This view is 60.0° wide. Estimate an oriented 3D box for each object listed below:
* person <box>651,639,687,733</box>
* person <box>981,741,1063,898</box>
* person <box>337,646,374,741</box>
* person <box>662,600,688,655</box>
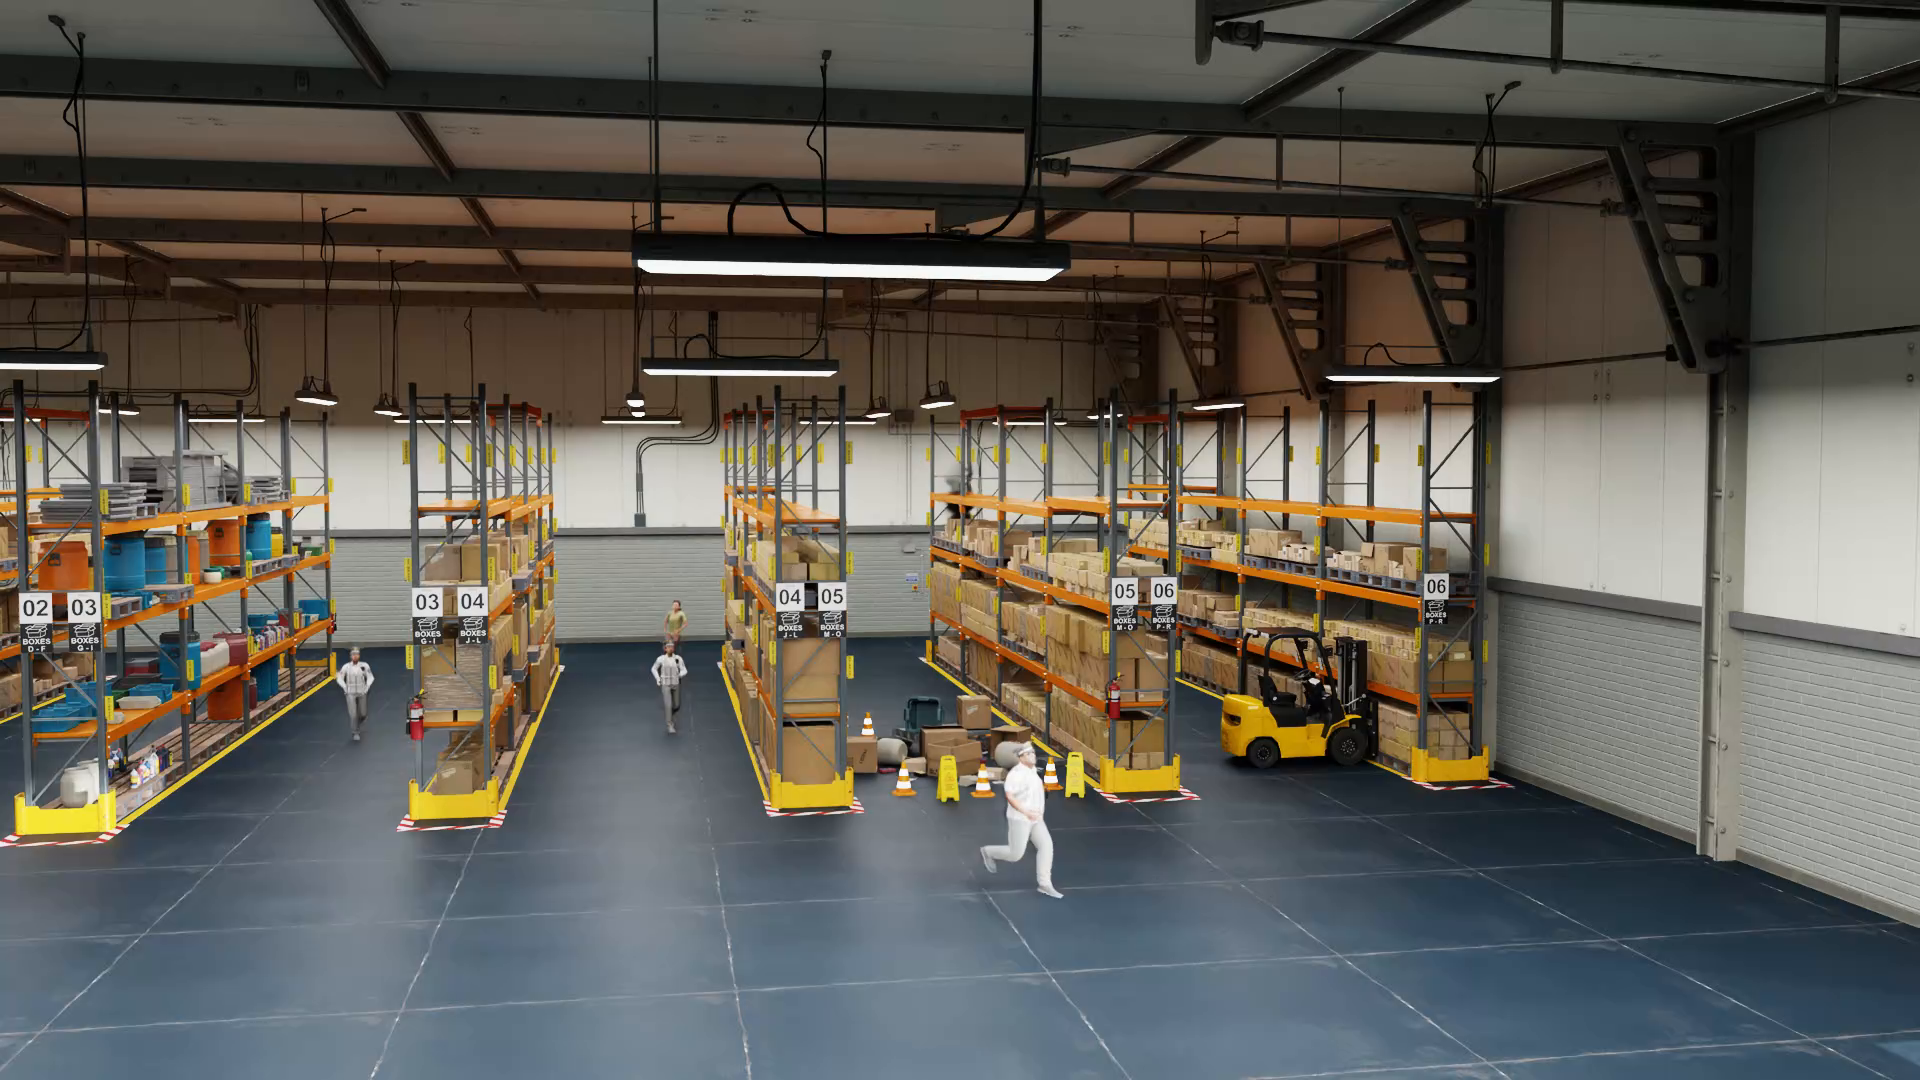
[{"bbox_3d":[-5.266,2.634,30.200,0.626,1.665,0.781,-1,3,-20],"label":"person"},{"bbox_3d":[0.718,3.184,19.071,1.026,1.783,0.643,2,4,37],"label":"person"},{"bbox_3d":[-10.642,2.691,29.286,0.613,1.647,0.578,-1,3,-24],"label":"person"},{"bbox_3d":[-6.760,2.215,39.259,0.714,1.599,0.540,1,3,11],"label":"person"}]
